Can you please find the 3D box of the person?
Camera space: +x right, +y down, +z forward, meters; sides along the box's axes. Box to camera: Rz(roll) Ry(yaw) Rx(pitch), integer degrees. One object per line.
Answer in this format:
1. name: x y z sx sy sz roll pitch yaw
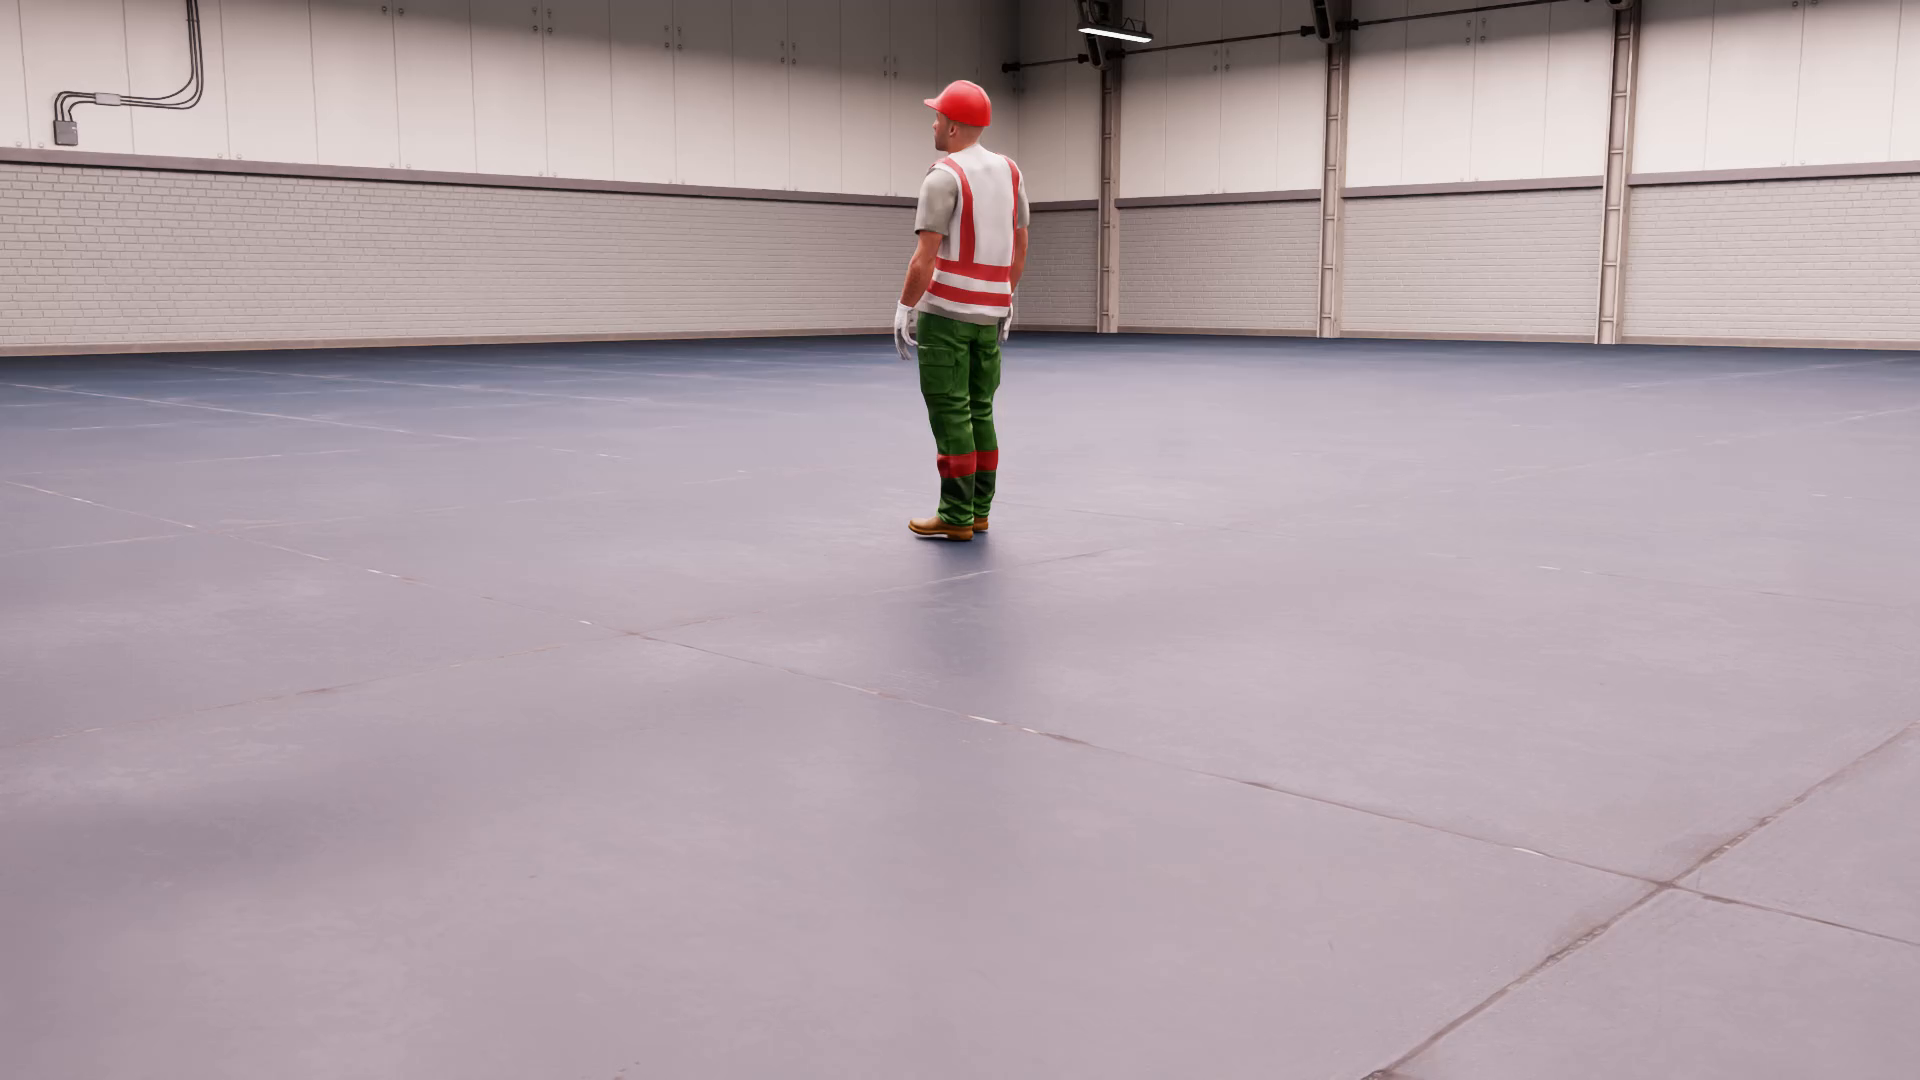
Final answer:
1. person: -0.049 -0.902 6.647 0.564 1.787 0.637 8 12 43
